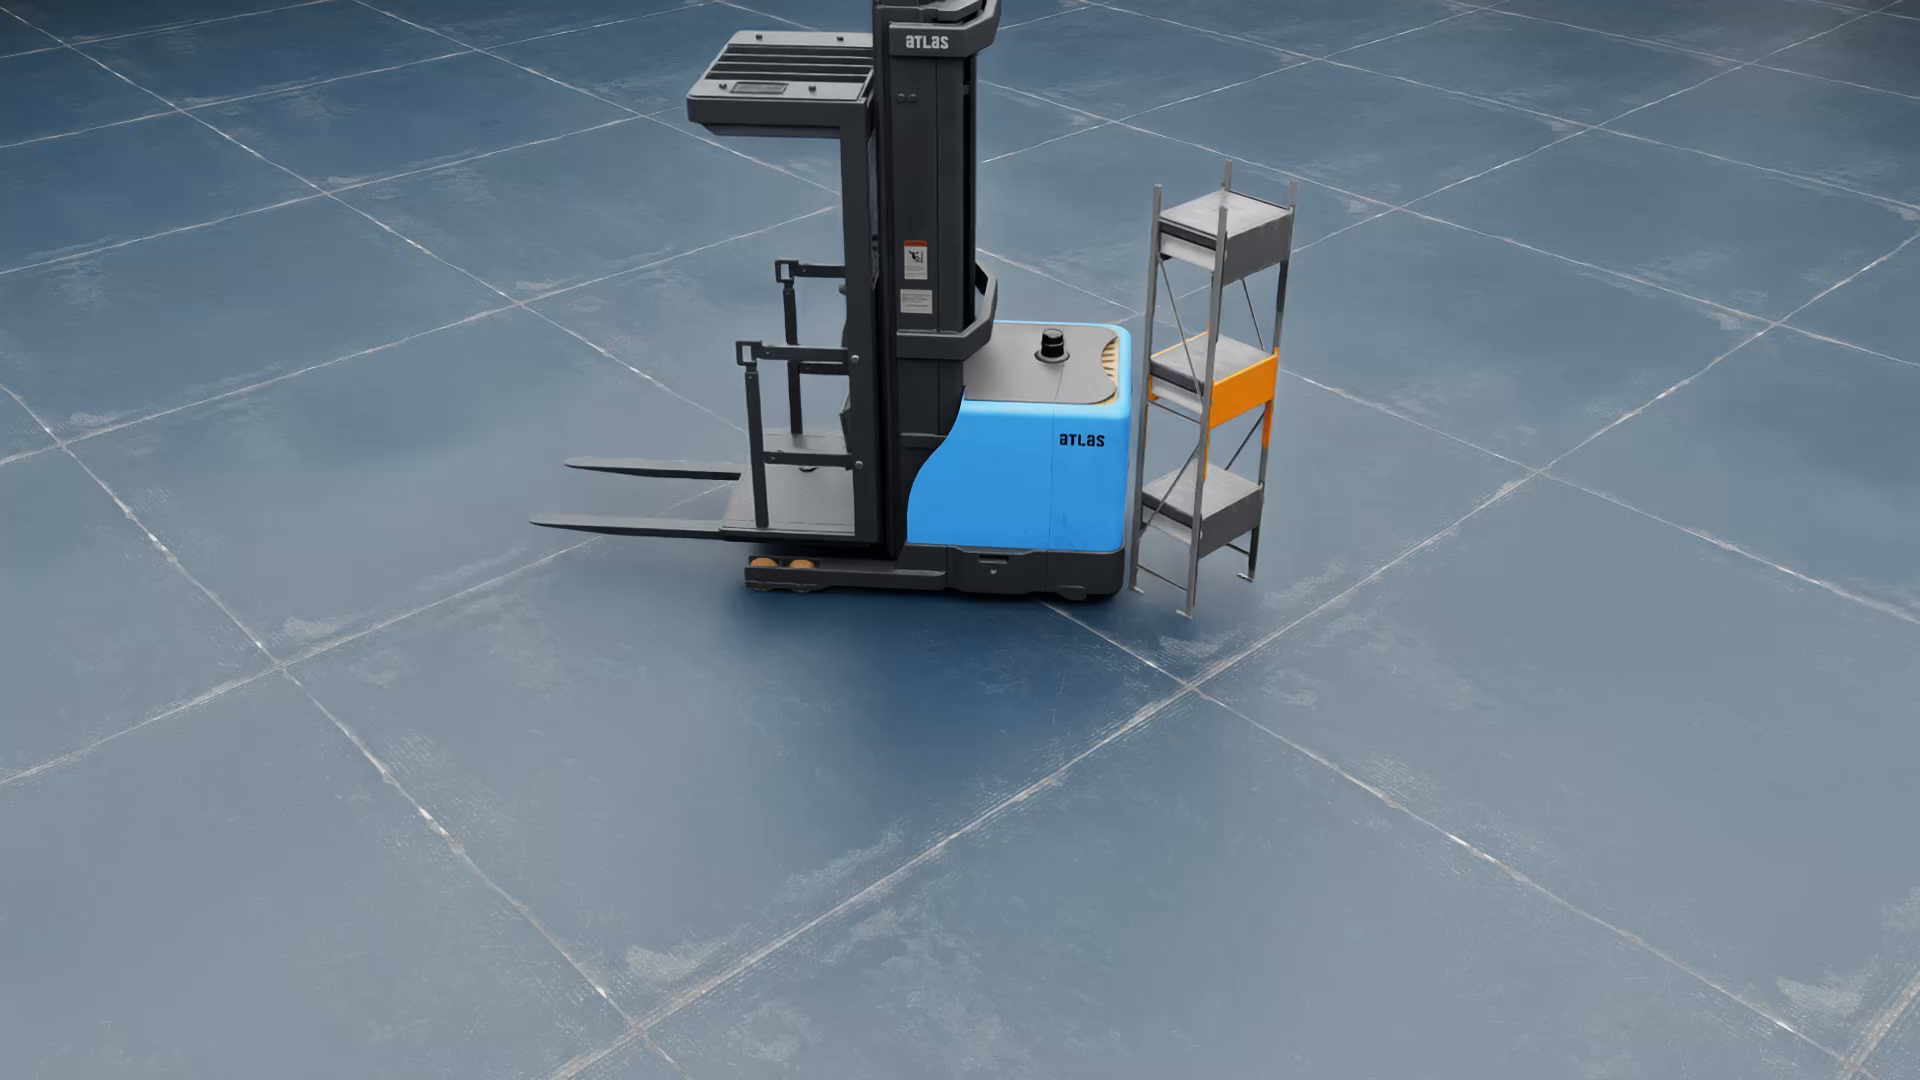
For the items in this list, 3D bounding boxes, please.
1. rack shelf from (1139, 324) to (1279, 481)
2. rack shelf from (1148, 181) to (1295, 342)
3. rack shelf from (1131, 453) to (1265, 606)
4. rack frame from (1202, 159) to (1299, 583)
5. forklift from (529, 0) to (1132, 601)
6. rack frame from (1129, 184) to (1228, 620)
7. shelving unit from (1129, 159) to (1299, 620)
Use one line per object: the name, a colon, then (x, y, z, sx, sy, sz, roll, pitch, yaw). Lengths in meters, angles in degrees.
rack shelf: (1.168, -0.660, 7.842, 0.480, 0.518, 0.431, -26, 40, -36)
rack shelf: (1.168, -1.257, 7.477, 0.480, 0.518, 0.431, -26, 40, -36)
rack shelf: (1.168, -0.062, 8.207, 0.480, 0.518, 0.431, -26, 40, -36)
rack frame: (1.346, -0.758, 7.978, 0.015, 2.100, 0.400, -26, 40, -36)
forklift: (-0.663, -1.257, 7.996, 3.031, 2.935, 1.130, 3, 32, 4)
rack frame: (0.991, -0.584, 7.692, 0.015, 2.100, 0.400, -26, 40, -36)
shelving unit: (1.168, -0.671, 7.835, 0.503, 2.100, 0.431, -26, 40, -36)
